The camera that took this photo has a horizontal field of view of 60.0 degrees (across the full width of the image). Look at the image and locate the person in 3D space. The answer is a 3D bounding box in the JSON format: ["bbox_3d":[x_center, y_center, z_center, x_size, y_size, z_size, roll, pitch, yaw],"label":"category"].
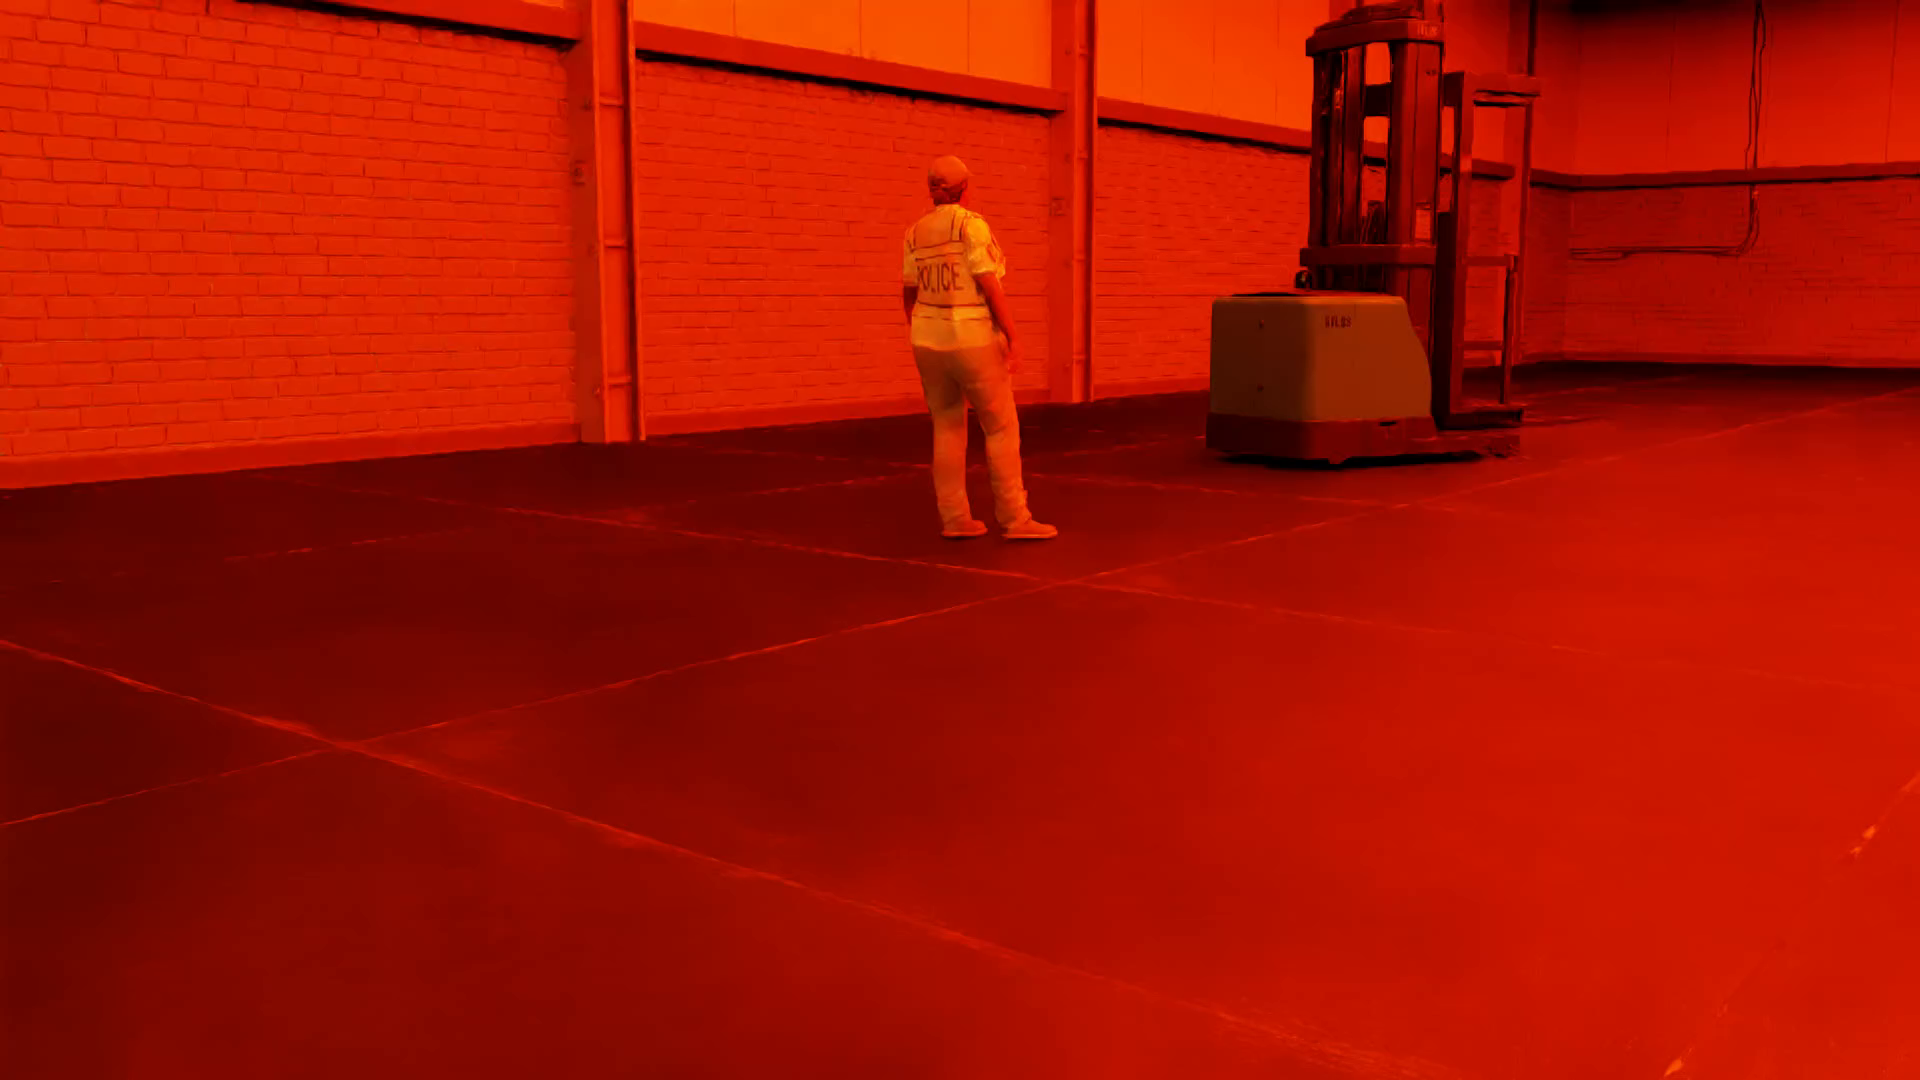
[{"bbox_3d":[0.066,-0.838,7.328,0.598,1.669,0.529,7,11,38],"label":"person"}]

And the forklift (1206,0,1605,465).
[{"bbox_3d":[3.175,-2.050,11.291,3.031,2.935,1.130,-5,10,-31],"label":"forklift"}]
